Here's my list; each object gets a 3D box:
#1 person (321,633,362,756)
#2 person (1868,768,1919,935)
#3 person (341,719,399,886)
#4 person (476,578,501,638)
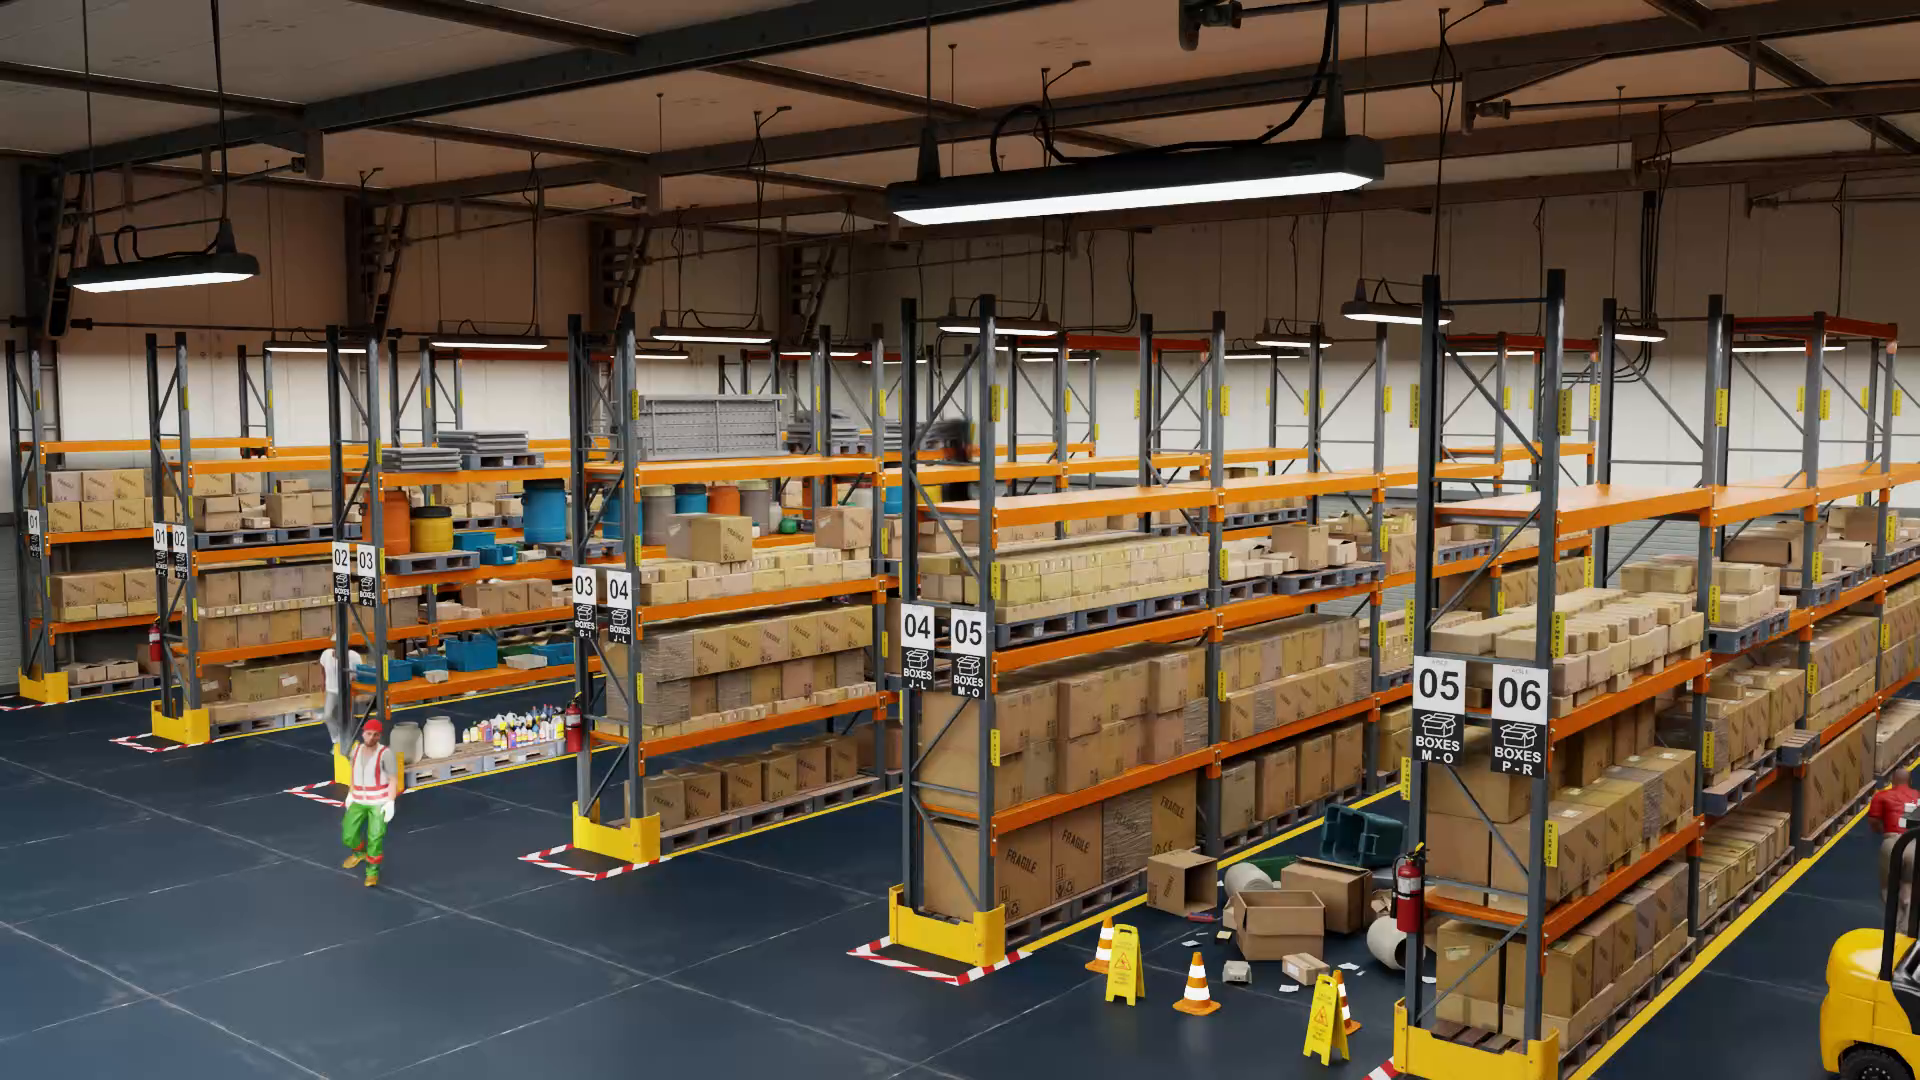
[{"bbox_3d":[-8.817,2.180,23.694,0.645,1.778,0.824,0,5,-3],"label":"person"},{"bbox_3d":[9.013,2.985,15.792,0.695,1.544,0.841,2,6,23],"label":"person"},{"bbox_3d":[-6.188,2.722,17.413,0.766,1.751,0.579,1,5,9],"label":"person"},{"bbox_3d":[-9.203,1.371,32.352,0.649,1.784,0.799,3,6,34],"label":"person"}]
